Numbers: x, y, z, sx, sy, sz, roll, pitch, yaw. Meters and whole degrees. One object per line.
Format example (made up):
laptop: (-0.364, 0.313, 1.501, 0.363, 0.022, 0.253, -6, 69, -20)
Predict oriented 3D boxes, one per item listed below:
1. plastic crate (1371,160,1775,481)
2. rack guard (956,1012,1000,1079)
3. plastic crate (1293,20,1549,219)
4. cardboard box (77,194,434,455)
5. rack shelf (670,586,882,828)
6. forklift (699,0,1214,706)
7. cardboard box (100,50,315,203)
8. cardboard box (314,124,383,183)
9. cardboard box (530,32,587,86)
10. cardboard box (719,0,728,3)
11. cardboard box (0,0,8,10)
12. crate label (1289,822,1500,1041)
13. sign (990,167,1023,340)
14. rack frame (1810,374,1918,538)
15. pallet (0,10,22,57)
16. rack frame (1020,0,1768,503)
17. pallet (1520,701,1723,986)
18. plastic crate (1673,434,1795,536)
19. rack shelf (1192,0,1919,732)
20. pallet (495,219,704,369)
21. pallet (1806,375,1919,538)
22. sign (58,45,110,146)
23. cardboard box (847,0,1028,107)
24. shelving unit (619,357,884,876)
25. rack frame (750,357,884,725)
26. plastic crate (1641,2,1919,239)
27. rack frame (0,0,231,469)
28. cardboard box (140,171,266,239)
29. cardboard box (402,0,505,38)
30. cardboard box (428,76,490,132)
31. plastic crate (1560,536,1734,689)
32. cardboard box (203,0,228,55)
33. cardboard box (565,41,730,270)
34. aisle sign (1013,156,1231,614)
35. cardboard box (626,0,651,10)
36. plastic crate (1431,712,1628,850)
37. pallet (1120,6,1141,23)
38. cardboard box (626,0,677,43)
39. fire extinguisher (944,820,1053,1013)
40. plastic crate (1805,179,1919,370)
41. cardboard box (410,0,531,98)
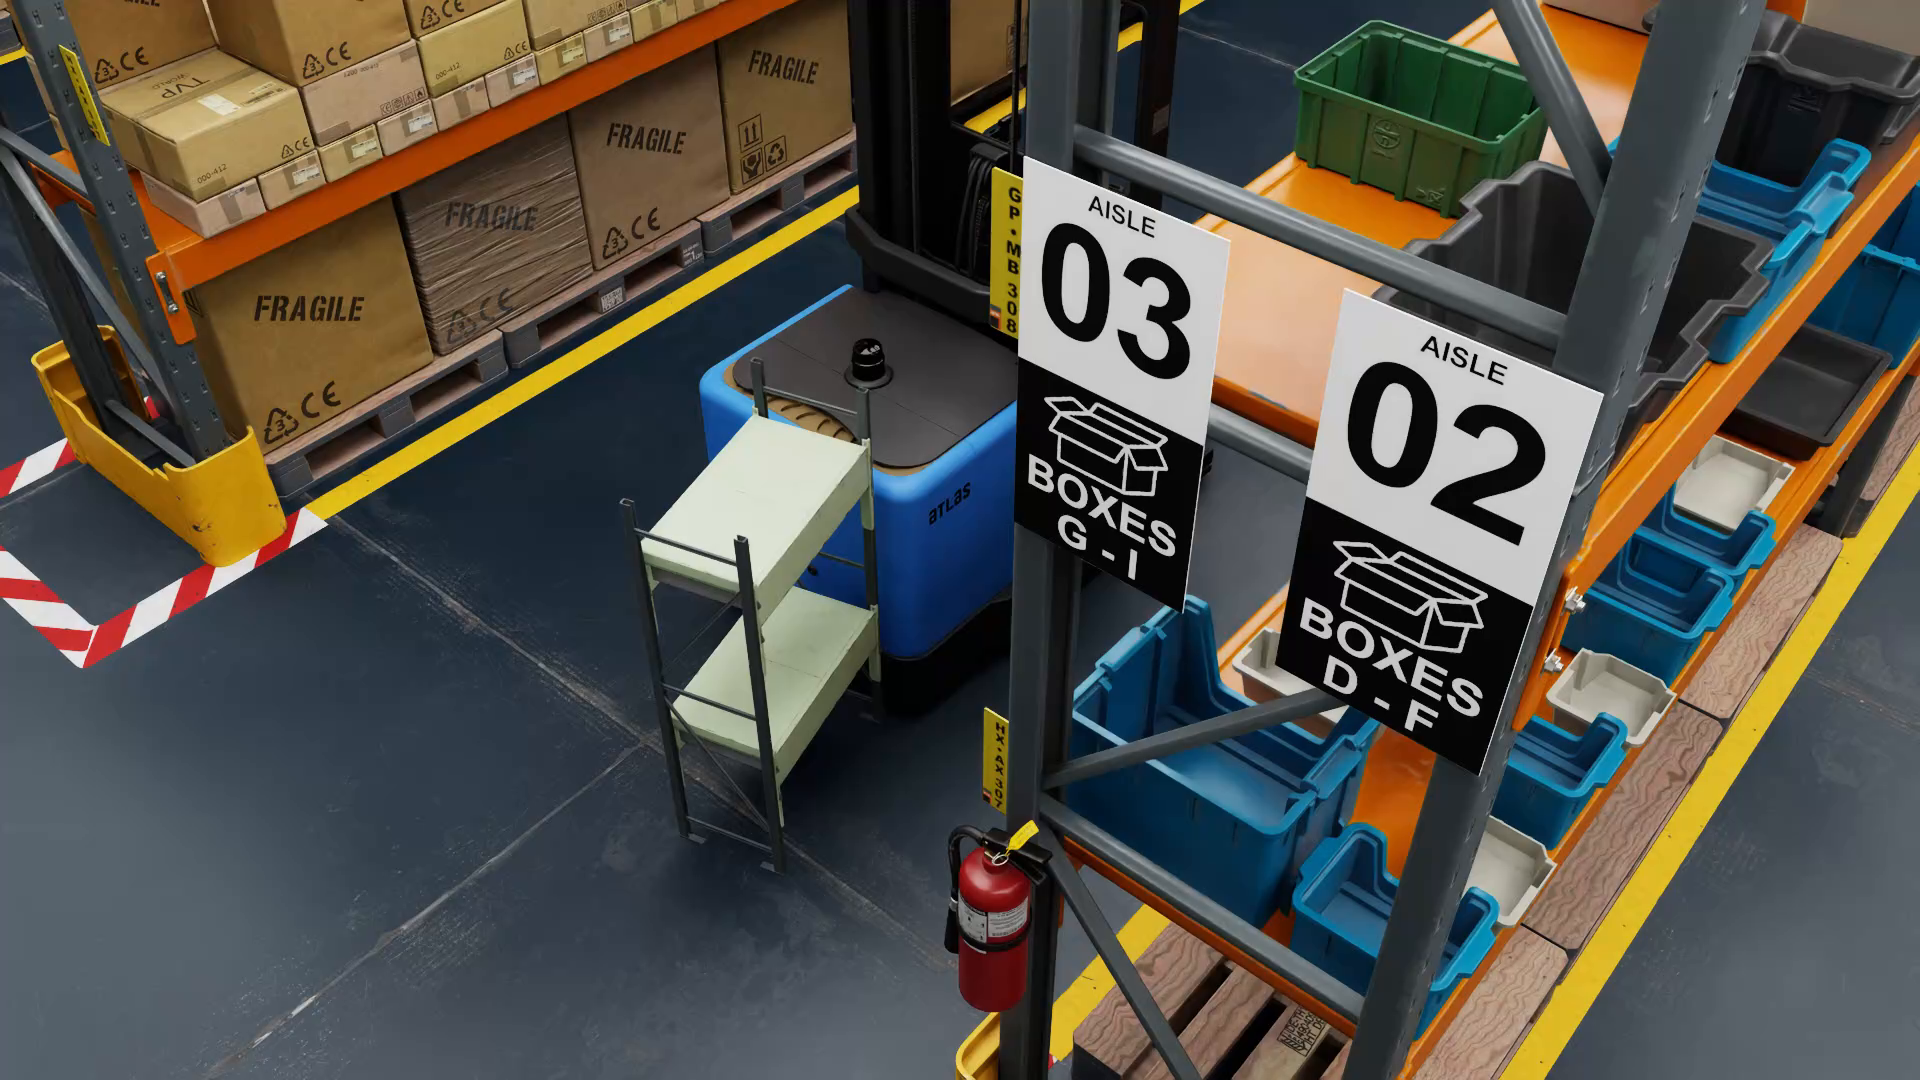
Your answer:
plastic crate: (0.987, -0.330, 2.751, 0.497, 0.269, 0.590, 29, 50, 28)
rack guard: (0.520, 1.752, 4.452, 1.175, 0.500, 0.348, 29, 50, 28)
plastic crate: (0.942, -0.854, 3.387, 0.450, 0.188, 0.336, 29, 50, 28)
cardboard box: (-2.915, -1.069, 6.963, 0.875, 0.875, 0.875, 29, 50, 28)
rack shelf: (-0.612, 0.517, 5.551, 0.431, 0.370, 0.720, 17, 45, 18)
forklift: (0.408, -1.408, 6.119, 1.130, 2.935, 3.031, 30, 50, 29)
cardboard box: (-2.750, -1.520, 6.083, 0.500, 0.250, 0.500, 28, 49, 27)
cardboard box: (-2.456, -1.547, 6.408, 0.380, 0.149, 0.250, 28, 49, 28)
cardboard box: (-1.796, -2.075, 6.989, 0.380, 0.149, 0.250, 28, 49, 27)
cardboard box: (-1.133, -2.606, 7.573, 0.380, 0.149, 0.250, 30, 50, 29)
cardboard box: (-5.815, -3.324, 9.983, 0.380, 0.149, 0.250, 30, 50, 29)
crate label: (0.936, 0.864, 3.650, 0.416, 0.233, 0.303, 29, 50, 28)
sign: (0.094, -0.492, 2.909, 0.100, 0.325, 0.005, 29, 50, 28)
rack frame: (3.100, -1.251, 5.896, 1.000, 3.000, 0.127, 29, 50, 28)
pallet: (-6.398, -2.945, 9.832, 1.003, 0.211, 1.213, 29, 50, 28)
rack frame: (0.525, -1.411, 1.612, 1.000, 3.000, 0.127, 29, 50, 28)
pallet: (1.871, 0.808, 5.705, 1.003, 0.211, 1.213, 29, 50, 28)
plastic crate: (2.209, -0.148, 4.835, 0.293, 0.136, 0.466, 29, 50, 28)
rack shelf: (1.813, -1.064, 3.996, 1.077, 0.370, 4.000, 29, 50, 28)
pallet: (-2.025, -1.375, 8.105, 1.003, 0.211, 1.213, 29, 50, 28)
pallet: (3.628, -0.598, 7.251, 1.003, 0.211, 1.213, 29, 50, 28)
sign: (-2.845, -1.442, 5.403, 0.100, 0.325, 0.005, 29, 50, 28)
cardboard box: (-0.295, -3.102, 9.200, 1.225, 0.875, 0.875, 30, 50, 29)
shelving unit: (-0.612, 0.276, 5.332, 0.431, 1.500, 0.755, 17, 45, 18)
rack frame: (-0.461, 0.051, 5.579, 0.400, 1.500, 0.023, 17, 45, 18)
plastic crate: (1.719, -0.945, 3.377, 0.504, 0.338, 0.767, 29, 50, 28)
rack frame: (-3.266, -1.335, 5.989, 1.000, 3.000, 0.127, 29, 50, 28)
cardboard box: (-2.785, -1.282, 6.117, 0.380, 0.149, 0.250, 30, 50, 29)
cardboard box: (-2.099, -2.324, 6.410, 0.500, 0.500, 0.500, 28, 49, 27)
cardboard box: (-2.125, -1.812, 6.700, 0.380, 0.149, 0.250, 29, 49, 28)
plastic crate: (1.784, 0.186, 4.395, 0.416, 0.233, 0.300, 29, 50, 28)
cardboard box: (-2.830, -2.015, 6.627, 0.500, 0.250, 0.500, 29, 50, 28)
cardboard box: (-1.756, -1.996, 7.982, 0.875, 0.875, 0.875, 29, 50, 28)
aisle sign: (0.255, -0.243, 2.855, 0.394, 0.787, 0.004, 29, 50, 28)
cardboard box: (-1.434, -2.578, 7.246, 0.500, 0.250, 0.500, 31, 50, 29)
plastic crate: (1.360, 0.525, 4.022, 0.416, 0.233, 0.300, 29, 50, 28)
pallet: (0.533, -3.424, 10.359, 1.003, 0.211, 1.213, 29, 50, 28)
cardboard box: (-1.464, -2.341, 7.282, 0.380, 0.149, 0.250, 29, 50, 28)
fire extinguisher: (0.081, 0.857, 3.913, 0.296, 0.674, 0.183, 29, 50, 28)
plastic crate: (3.060, -0.879, 5.454, 0.392, 0.384, 0.575, 29, 50, 28)
cardboard box: (-2.094, -2.048, 6.663, 0.500, 0.250, 0.500, 28, 49, 27)
